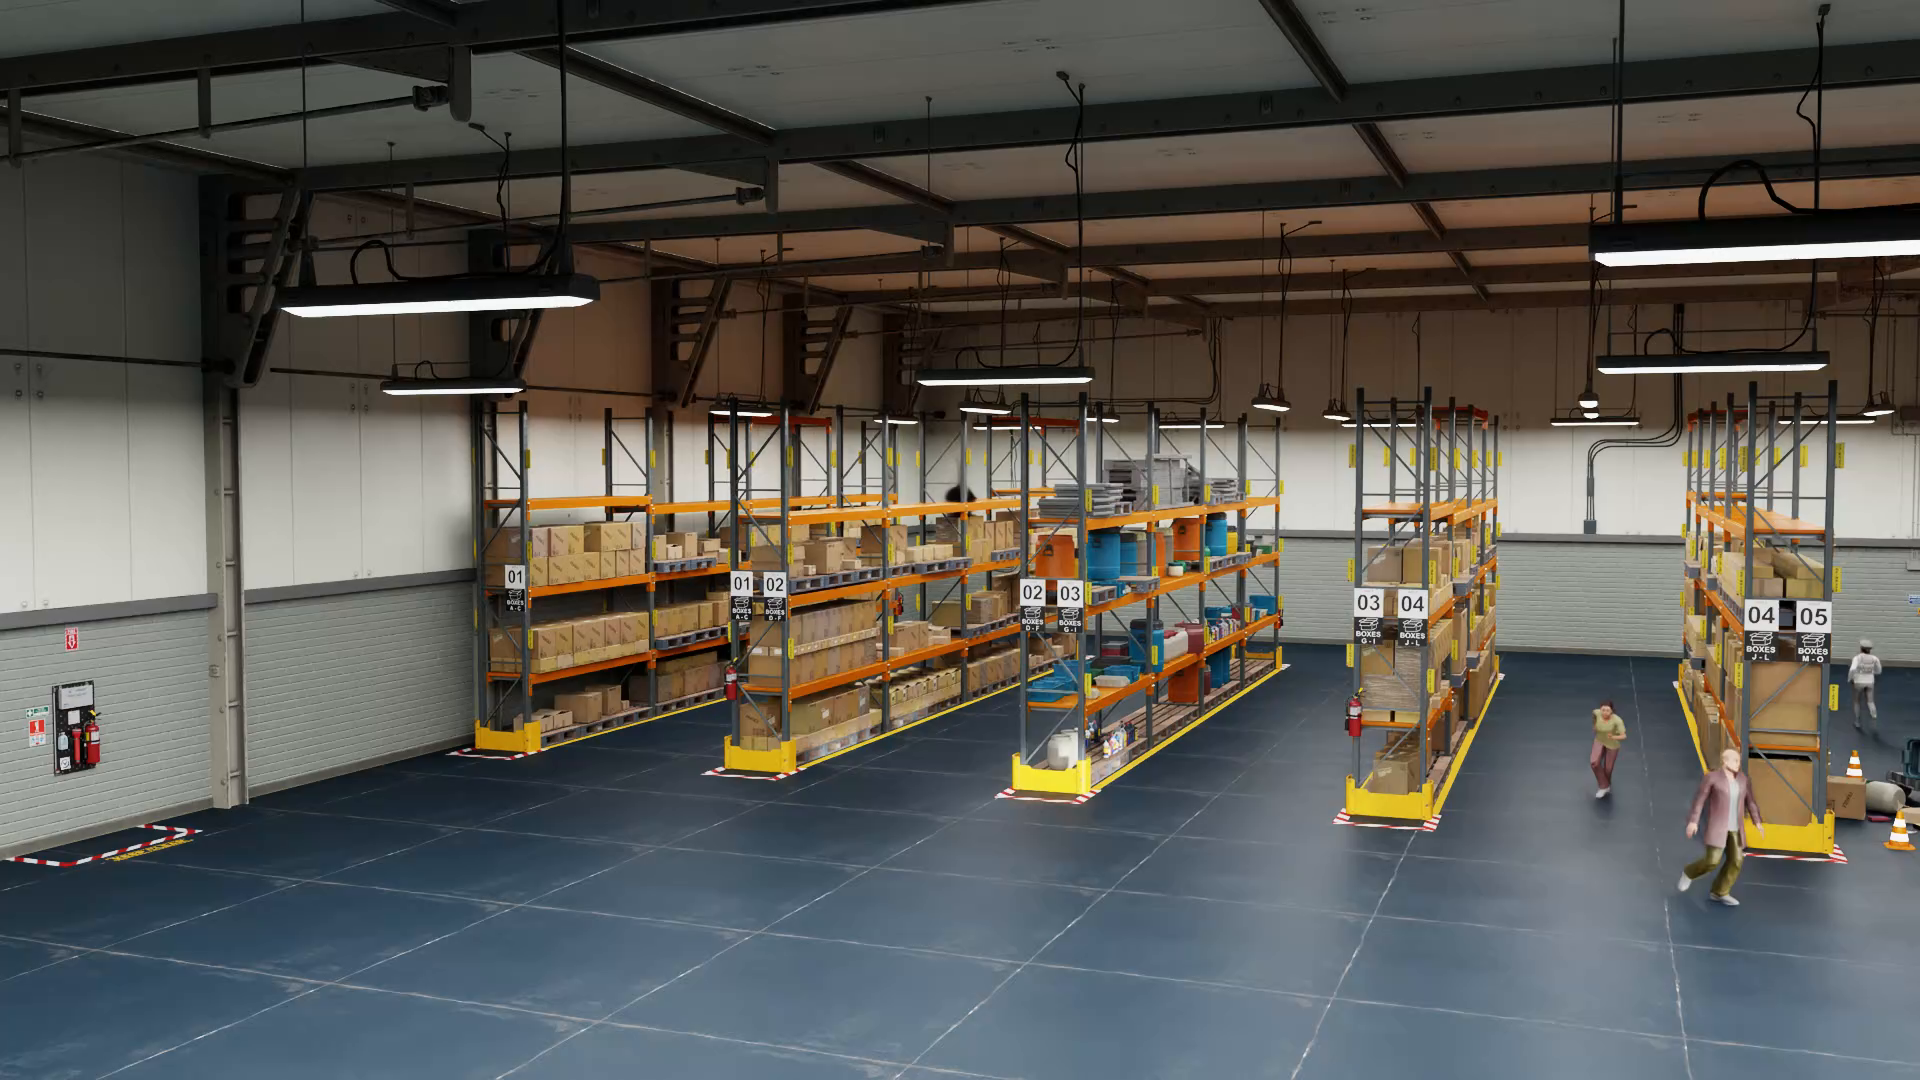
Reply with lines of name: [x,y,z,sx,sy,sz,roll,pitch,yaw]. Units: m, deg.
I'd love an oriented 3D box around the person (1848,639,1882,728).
person: [16.675,2.666,30.660,0.609,1.660,0.870,1,3,13]

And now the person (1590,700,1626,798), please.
person: [9.583,3.042,24.549,0.543,1.456,1.076,2,3,30]

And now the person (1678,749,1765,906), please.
person: [8.556,3.212,18.737,0.743,1.746,0.734,-1,3,-12]
